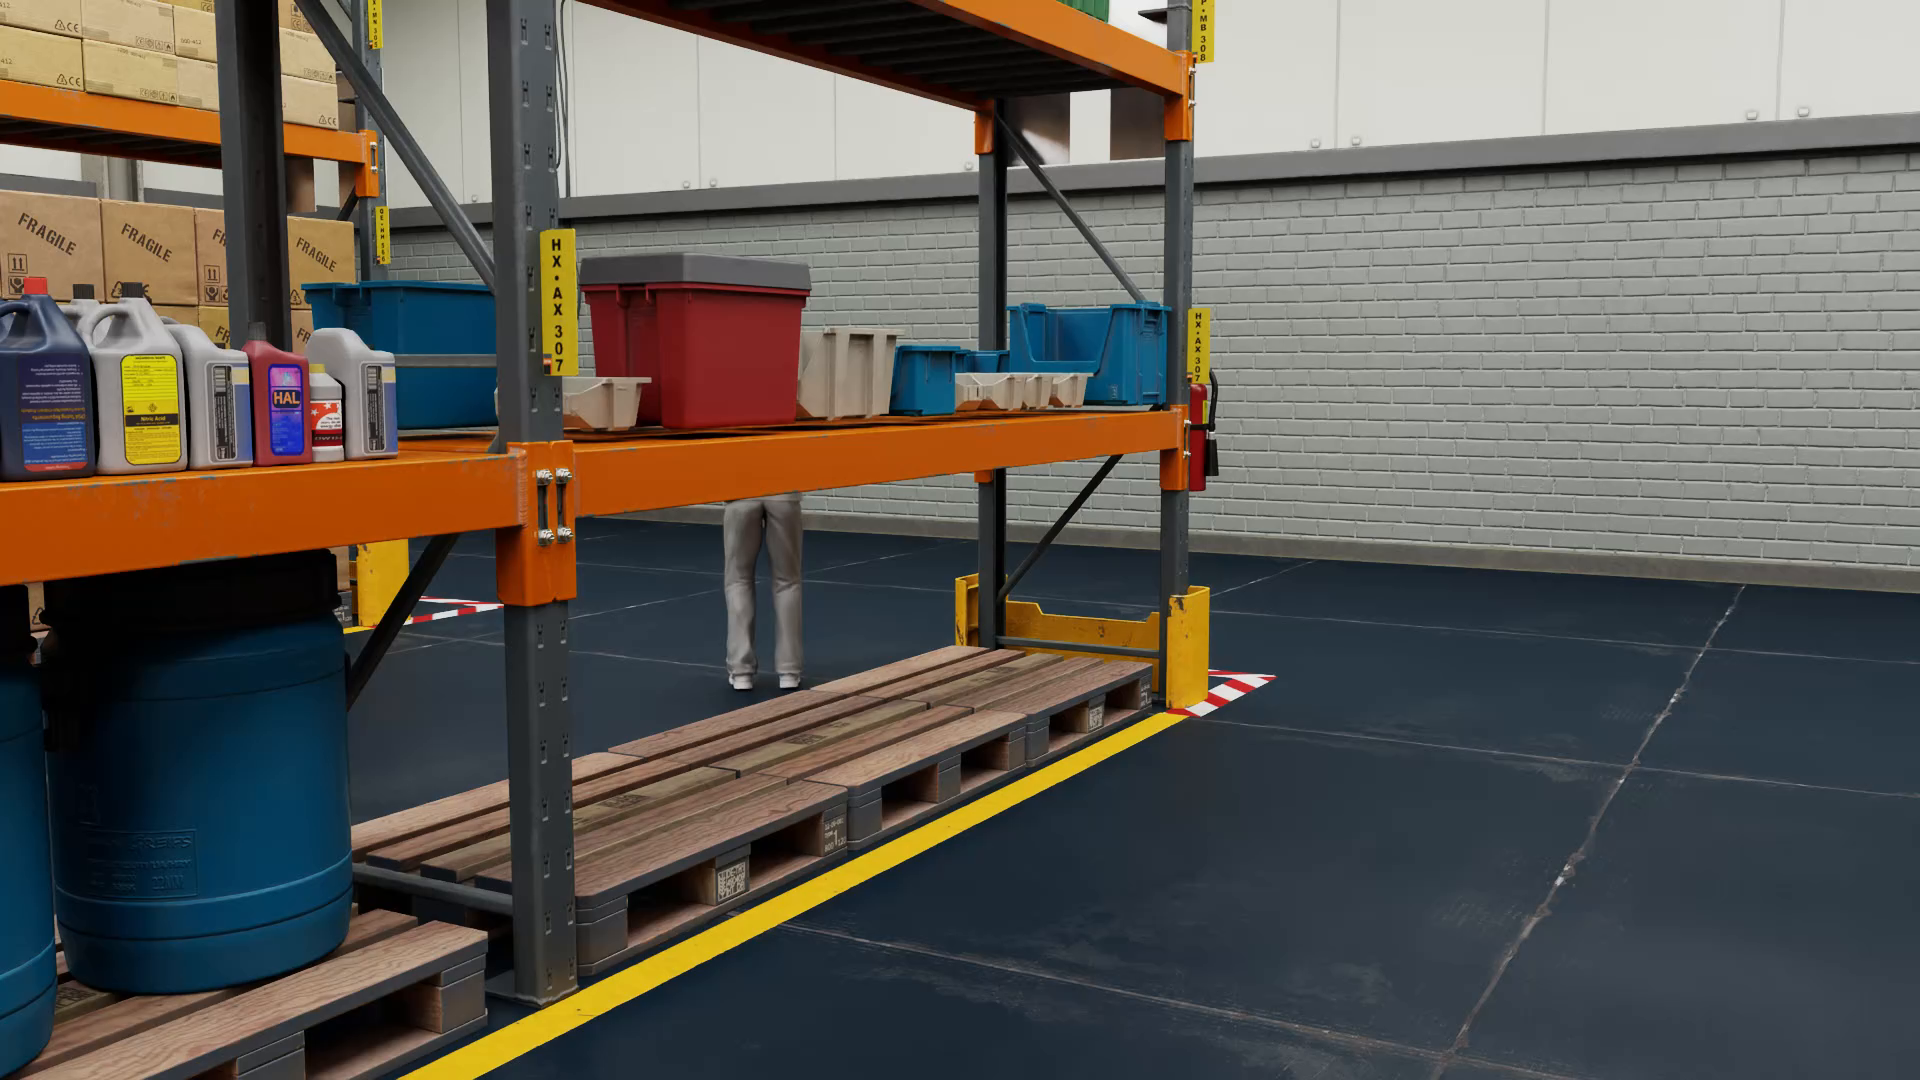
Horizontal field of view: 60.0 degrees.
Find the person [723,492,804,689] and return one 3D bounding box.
[{"bbox_3d":[-0.928,-0.146,7.774,0.438,1.662,0.553,-1,6,-7],"label":"person"}]
